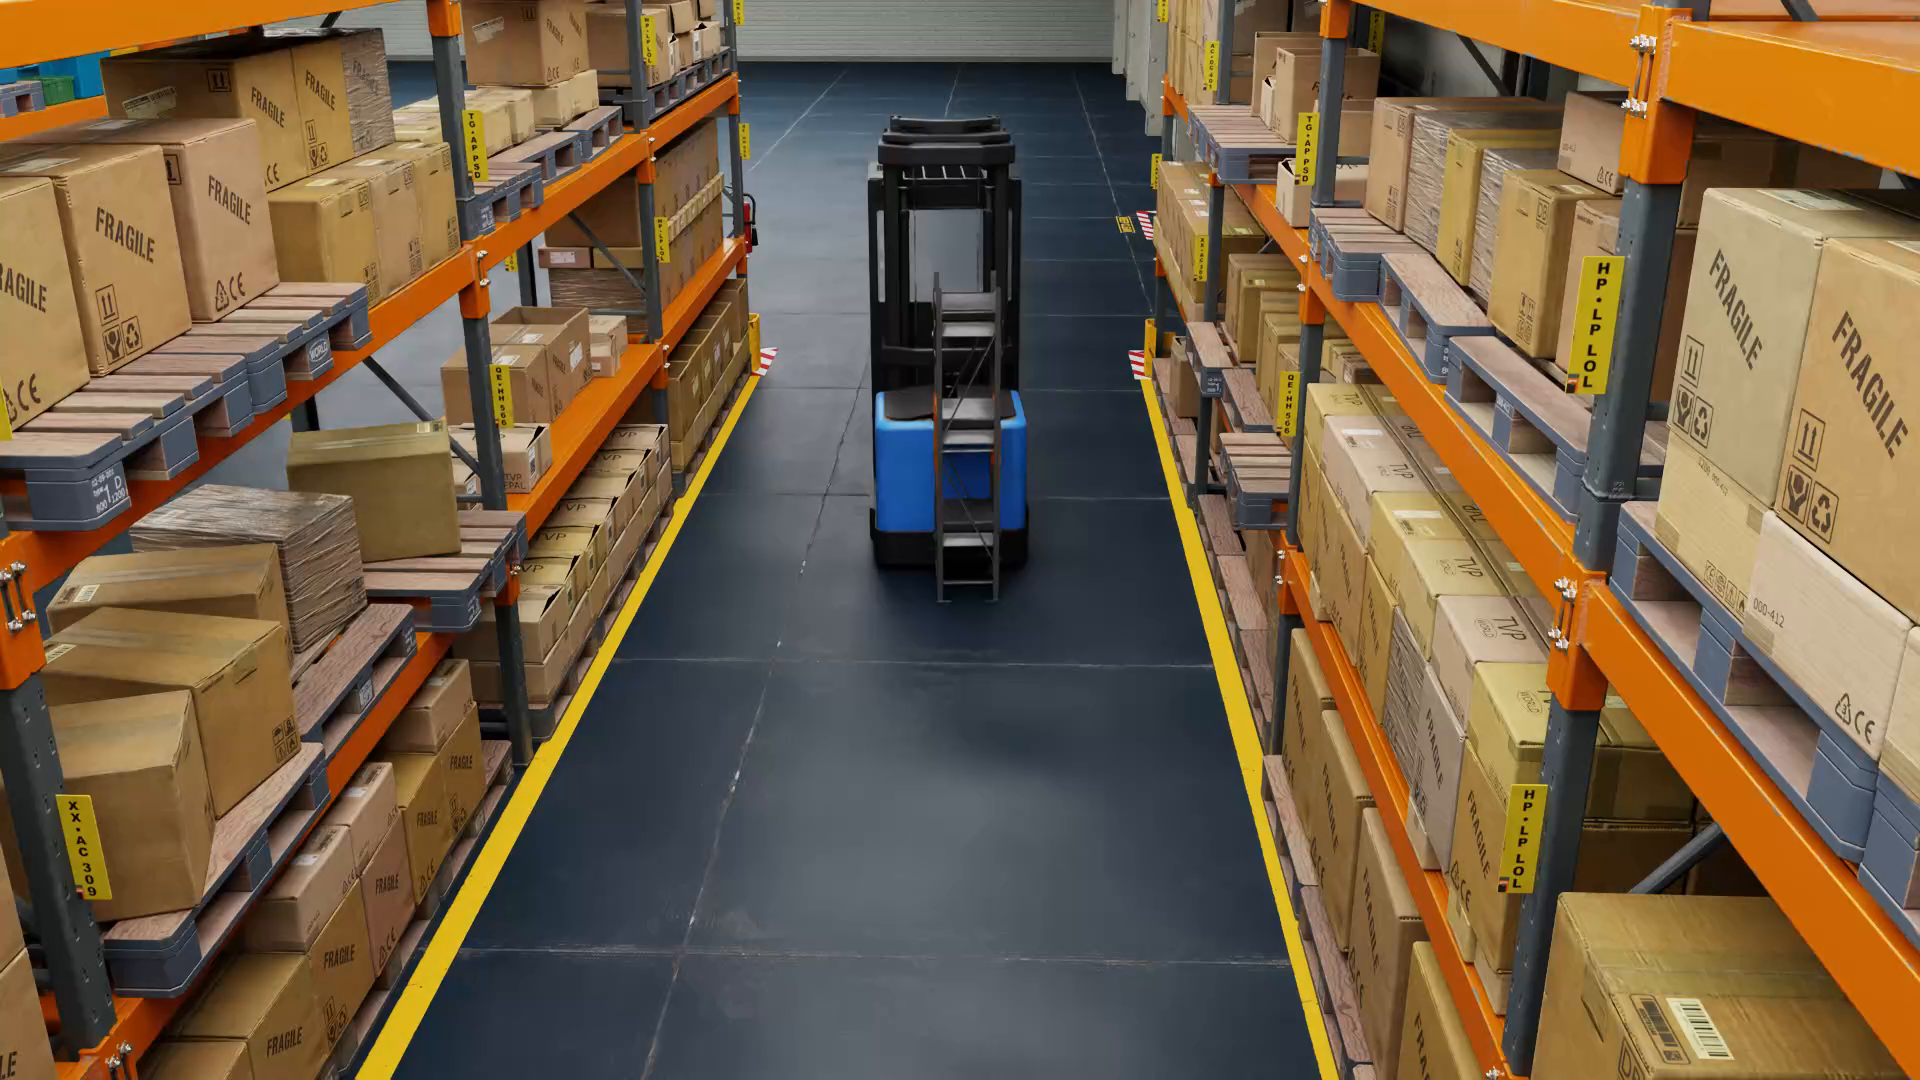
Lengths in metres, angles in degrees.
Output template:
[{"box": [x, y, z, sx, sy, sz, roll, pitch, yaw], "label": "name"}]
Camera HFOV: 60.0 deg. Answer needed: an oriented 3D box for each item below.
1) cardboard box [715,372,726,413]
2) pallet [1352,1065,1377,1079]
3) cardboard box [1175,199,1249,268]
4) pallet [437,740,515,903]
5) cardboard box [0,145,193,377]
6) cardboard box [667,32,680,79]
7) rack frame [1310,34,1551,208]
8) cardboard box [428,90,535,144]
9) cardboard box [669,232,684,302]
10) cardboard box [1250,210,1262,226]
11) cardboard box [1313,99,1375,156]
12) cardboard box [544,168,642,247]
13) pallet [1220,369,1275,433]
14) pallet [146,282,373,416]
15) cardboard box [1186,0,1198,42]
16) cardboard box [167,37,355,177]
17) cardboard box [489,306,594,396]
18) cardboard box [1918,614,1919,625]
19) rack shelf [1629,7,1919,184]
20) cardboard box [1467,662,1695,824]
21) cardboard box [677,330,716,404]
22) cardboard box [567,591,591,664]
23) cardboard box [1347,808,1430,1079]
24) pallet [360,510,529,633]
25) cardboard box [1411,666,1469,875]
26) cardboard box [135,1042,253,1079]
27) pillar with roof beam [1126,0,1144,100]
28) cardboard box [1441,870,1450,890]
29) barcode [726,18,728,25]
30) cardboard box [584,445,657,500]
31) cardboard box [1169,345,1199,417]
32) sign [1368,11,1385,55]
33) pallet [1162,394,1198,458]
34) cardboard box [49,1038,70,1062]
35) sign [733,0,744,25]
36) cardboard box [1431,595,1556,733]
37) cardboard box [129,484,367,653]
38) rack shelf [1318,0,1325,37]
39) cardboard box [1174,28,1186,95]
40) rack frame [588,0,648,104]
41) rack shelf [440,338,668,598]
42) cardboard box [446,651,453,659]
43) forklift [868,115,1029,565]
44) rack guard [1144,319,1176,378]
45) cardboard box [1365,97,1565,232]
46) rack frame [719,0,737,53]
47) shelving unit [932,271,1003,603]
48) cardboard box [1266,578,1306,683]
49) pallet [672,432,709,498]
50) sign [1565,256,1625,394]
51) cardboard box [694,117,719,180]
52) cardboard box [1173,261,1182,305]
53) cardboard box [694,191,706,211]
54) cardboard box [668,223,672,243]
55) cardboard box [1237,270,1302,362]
[{"box": [-2.319, -1.275, 14.388, 0.500, 0.250, 0.500, 1, 21, 2], "label": "cardboard box"}, {"box": [1.970, 2.312, 5.779, 1.003, 0.211, 1.213, 1, 21, 2], "label": "pallet"}, {"box": [2.006, -2.427, 13.280, 0.500, 0.500, 0.500, 0, 21, 0], "label": "cardboard box"}, {"box": [-2.869, 1.362, 8.228, 1.003, 0.211, 1.213, 1, 21, 2], "label": "pallet"}, {"box": [-2.843, -0.872, 5.127, 0.600, 0.600, 0.600, 0, 21, 1], "label": "cardboard box"}, {"box": [-2.391, -3.647, 12.483, 0.500, 0.311, 0.500, -1, 21, -1], "label": "cardboard box"}, {"box": [2.143, -2.952, 7.196, 1.000, 3.000, 0.127, 1, 21, 2], "label": "rack frame"}, {"box": [-2.806, -2.488, 9.774, 0.500, 0.250, 0.500, -1, 21, -3], "label": "cardboard box"}, {"box": [-2.650, -2.233, 13.500, 0.700, 0.500, 0.500, 1, 21, 2], "label": "cardboard box"}, {"box": [2.508, -2.245, 12.810, 0.500, 0.500, 0.500, 1, 21, 1], "label": "cardboard box"}, {"box": [2.276, -2.078, 8.922, 0.797, 0.503, 0.637, 4, 21, 9], "label": "cardboard box"}, {"box": [-2.679, -2.466, 12.306, 0.700, 0.500, 0.500, 1, 21, 2], "label": "cardboard box"}, {"box": [2.163, -0.782, 10.162, 1.003, 0.211, 1.213, 1, 21, 2], "label": "pallet"}, {"box": [-2.811, -0.683, 5.754, 1.213, 0.211, 1.003, 1, 21, 2], "label": "pallet"}, {"box": [2.021, -4.093, 12.736, 0.500, 0.500, 0.500, 0, 21, 0], "label": "cardboard box"}, {"box": [-2.843, -1.777, 6.795, 0.500, 0.500, 0.500, 1, 21, 2], "label": "cardboard box"}, {"box": [-2.742, -1.233, 10.921, 0.500, 0.500, 0.500, 2, 21, 6], "label": "cardboard box"}, {"box": [1.701, -0.010, 2.213, 0.500, 0.500, 0.500, 1, 21, 2], "label": "cardboard box"}, {"box": [1.961, -0.260, 1.807, 1.077, 0.370, 4.000, 1, 21, 2], "label": "rack shelf"}, {"box": [1.780, 0.576, 4.785, 0.500, 0.250, 0.500, 1, 21, 3], "label": "cardboard box"}, {"box": [-2.329, -1.443, 13.786, 0.500, 0.500, 0.500, 1, 21, 2], "label": "cardboard box"}, {"box": [-2.484, 0.510, 9.788, 0.500, 0.250, 0.500, 0, 21, 0], "label": "cardboard box"}, {"box": [1.936, 1.540, 6.304, 0.750, 0.750, 0.750, 1, 21, 3], "label": "cardboard box"}, {"box": [-2.758, 0.127, 7.819, 1.213, 0.211, 1.003, 1, 21, 2], "label": "pallet"}, {"box": [1.790, 0.743, 5.391, 0.500, 0.500, 0.500, 1, 21, 2], "label": "cardboard box"}, {"box": [-2.671, 2.026, 5.507, 0.500, 0.500, 0.500, 0, 21, -1], "label": "cardboard box"}, {"box": [-0.343, -14.307, 36.460, 9.100, 9.000, 0.400, 1, 21, 2], "label": "pillar with roof beam"}, {"box": [1.786, 1.089, 5.394, 0.380, 0.149, 0.250, 1, 21, 3], "label": "cardboard box"}, {"box": [-2.092, -4.655, 14.930, 0.001, 0.075, 0.075, 1, 21, 2], "label": "barcode"}, {"box": [-2.422, -0.492, 11.595, 0.500, 0.311, 0.500, 1, 21, 3], "label": "cardboard box"}, {"box": [2.186, -1.367, 14.253, 0.700, 0.500, 0.500, -1, 21, -2], "label": "cardboard box"}, {"box": [2.820, -3.419, 11.289, 0.100, 0.325, 0.005, 1, 21, 2], "label": "sign"}, {"box": [2.285, -0.987, 14.280, 1.003, 0.211, 1.213, 1, 21, 2], "label": "pallet"}, {"box": [-3.201, 2.017, 5.531, 0.500, 0.500, 0.500, 1, 21, 1], "label": "cardboard box"}, {"box": [-2.023, -4.864, 15.156, 0.100, 0.325, 0.005, 1, 21, 2], "label": "sign"}, {"box": [1.805, 0.391, 5.261, 0.500, 0.250, 0.500, 1, 21, 3], "label": "cardboard box"}, {"box": [-2.933, 0.107, 6.887, 0.700, 0.500, 0.500, 5, 22, 12], "label": "cardboard box"}, {"box": [2.204, -3.153, 9.262, 1.077, 0.370, 4.000, 1, 21, 2], "label": "rack shelf"}, {"box": [2.063, -4.002, 13.884, 0.500, 0.500, 0.500, 2, 21, 4], "label": "cardboard box"}, {"box": [-2.686, -4.451, 11.060, 1.000, 3.000, 0.127, 1, 21, 2], "label": "rack frame"}, {"box": [-2.747, -0.596, 10.412, 1.077, 0.370, 4.000, 1, 21, 2], "label": "rack shelf"}, {"box": [-3.036, 0.685, 9.337, 0.500, 0.250, 0.500, 1, 21, 3], "label": "cardboard box"}, {"box": [-0.121, -1.684, 12.316, 1.130, 2.935, 3.031, -1, 21, -2], "label": "forklift"}, {"box": [2.384, -1.854, 16.117, 1.175, 0.500, 0.348, 1, 21, 2], "label": "rack guard"}, {"box": [2.186, -1.632, 7.196, 0.700, 0.500, 0.500, -1, 21, -3], "label": "cardboard box"}, {"box": [-2.565, -5.897, 14.788, 1.000, 3.000, 0.127, 1, 21, 2], "label": "rack frame"}, {"box": [0.043, -0.656, 10.818, 0.431, 2.100, 0.503, -1, 21, -2], "label": "shelving unit"}, {"box": [2.113, 0.545, 9.326, 0.700, 0.500, 0.500, 1, 21, 2], "label": "cardboard box"}, {"box": [-2.620, -0.641, 13.390, 1.003, 0.211, 1.213, 1, 21, 2], "label": "pallet"}, {"box": [1.479, -0.497, 3.867, 0.100, 0.325, 0.005, 1, 21, 2], "label": "sign"}, {"box": [-2.593, -3.564, 15.136, 0.700, 0.500, 0.500, 1, 21, 2], "label": "cardboard box"}, {"box": [2.000, -2.077, 13.415, 0.500, 0.250, 0.500, 1, 21, 1], "label": "cardboard box"}, {"box": [-2.418, -2.936, 14.415, 0.380, 0.149, 0.250, 1, 21, 3], "label": "cardboard box"}, {"box": [-2.464, -2.377, 12.974, 0.380, 0.149, 0.250, 0, 21, 1], "label": "cardboard box"}, {"box": [2.191, -1.467, 10.917, 0.700, 0.500, 0.500, 3, 21, 7], "label": "cardboard box"}]
